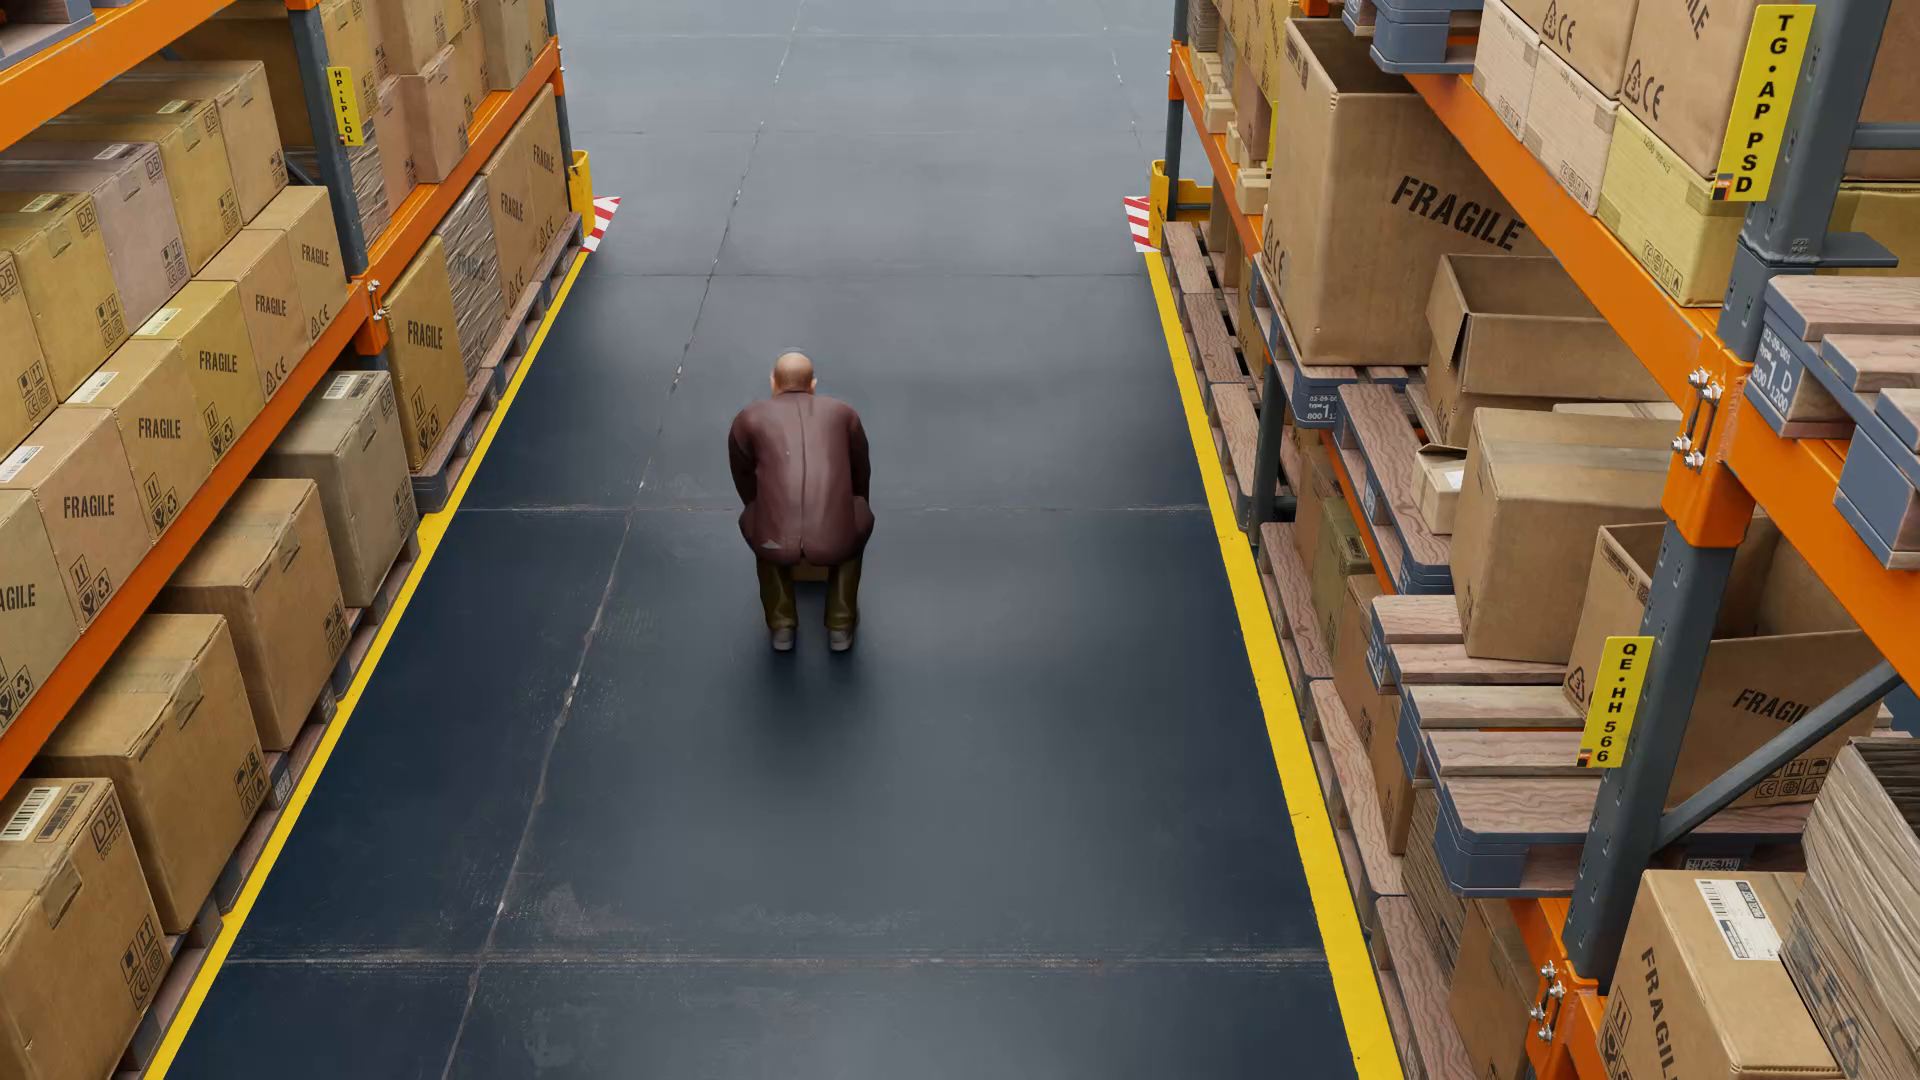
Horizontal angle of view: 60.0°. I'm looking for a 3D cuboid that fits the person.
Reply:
[{"bbox_3d":[-0.666,-0.139,7.012,0.619,1.125,0.855,0,31,0],"label":"person"}]
